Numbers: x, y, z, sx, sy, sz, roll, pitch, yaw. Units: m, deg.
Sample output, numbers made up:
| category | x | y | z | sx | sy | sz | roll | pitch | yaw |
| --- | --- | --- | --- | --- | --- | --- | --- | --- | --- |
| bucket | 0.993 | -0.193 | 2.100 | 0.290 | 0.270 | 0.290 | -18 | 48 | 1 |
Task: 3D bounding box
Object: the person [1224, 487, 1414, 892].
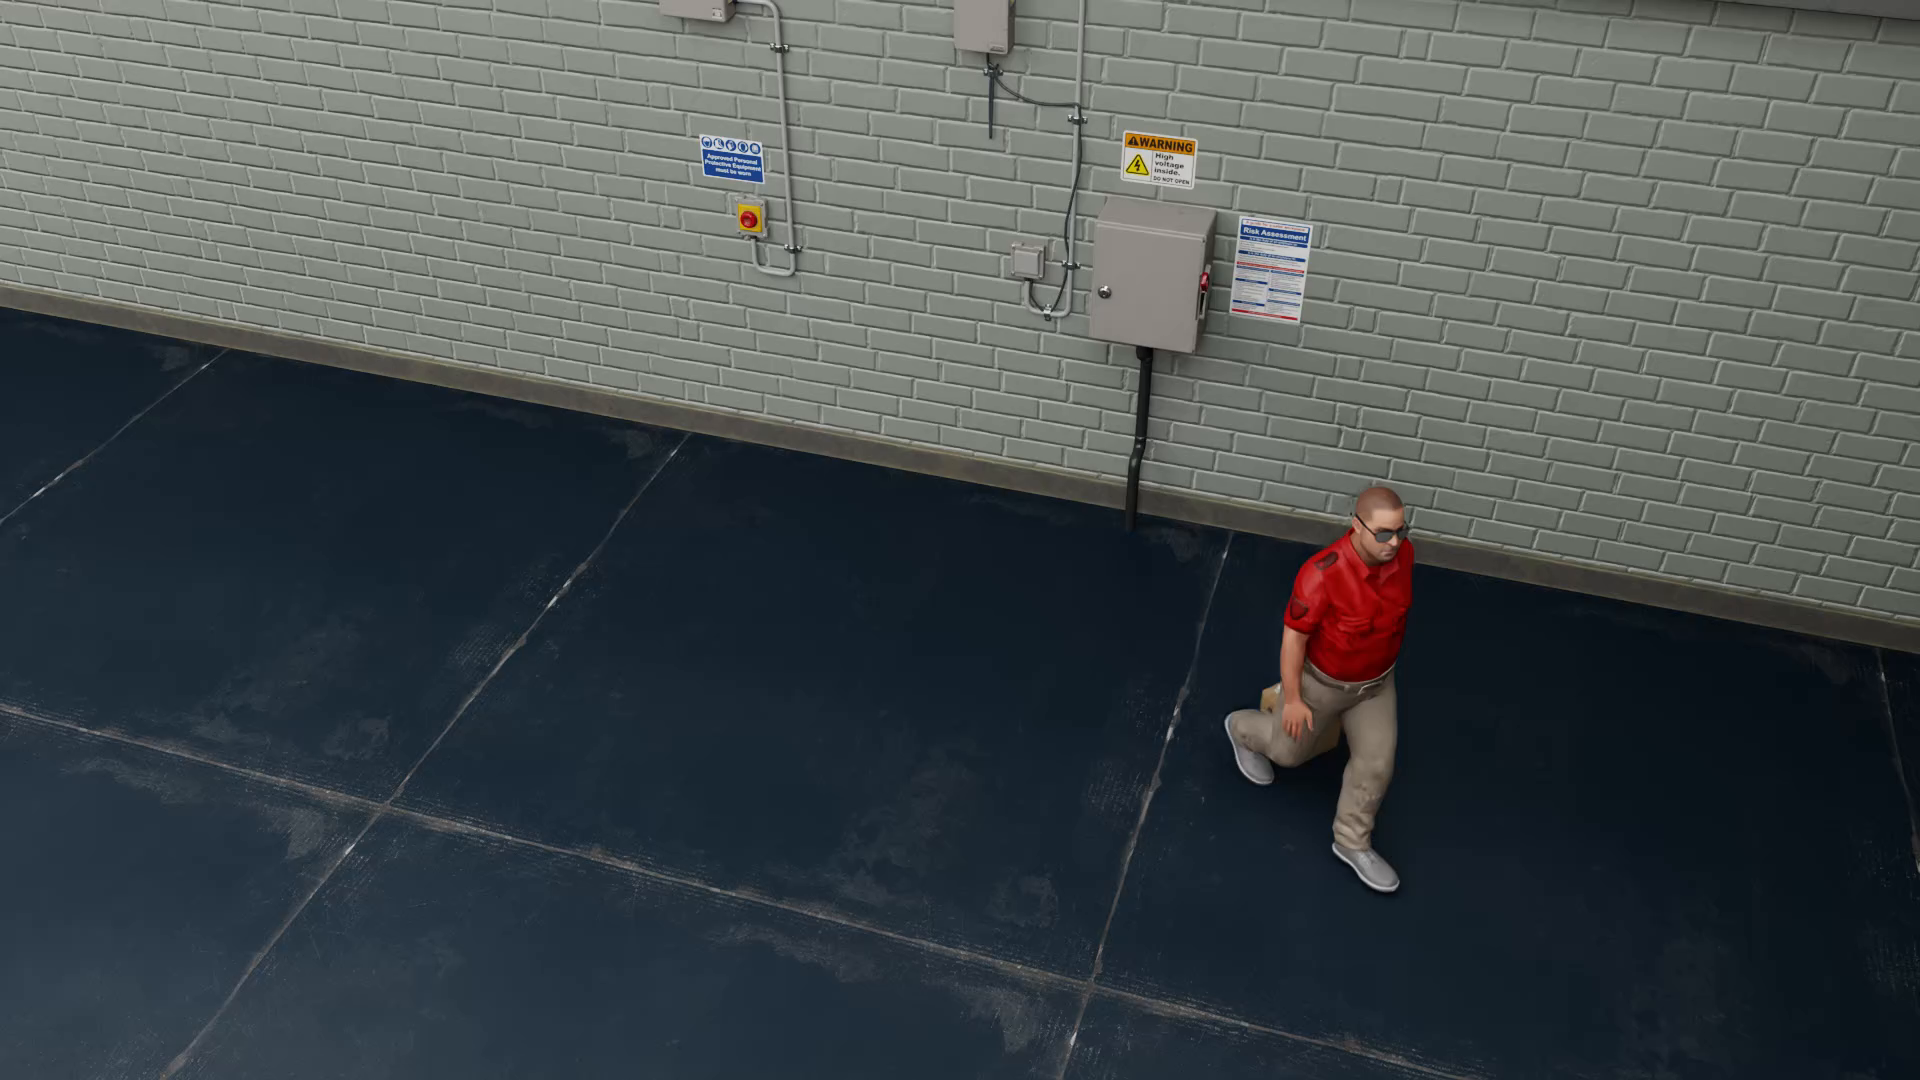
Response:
| category | x | y | z | sx | sy | sz | roll | pitch | yaw |
| --- | --- | --- | --- | --- | --- | --- | --- | --- | --- |
| person | 1.388 | 0.476 | 6.265 | 0.550 | 1.684 | 0.963 | -15 | 39 | -20 |
